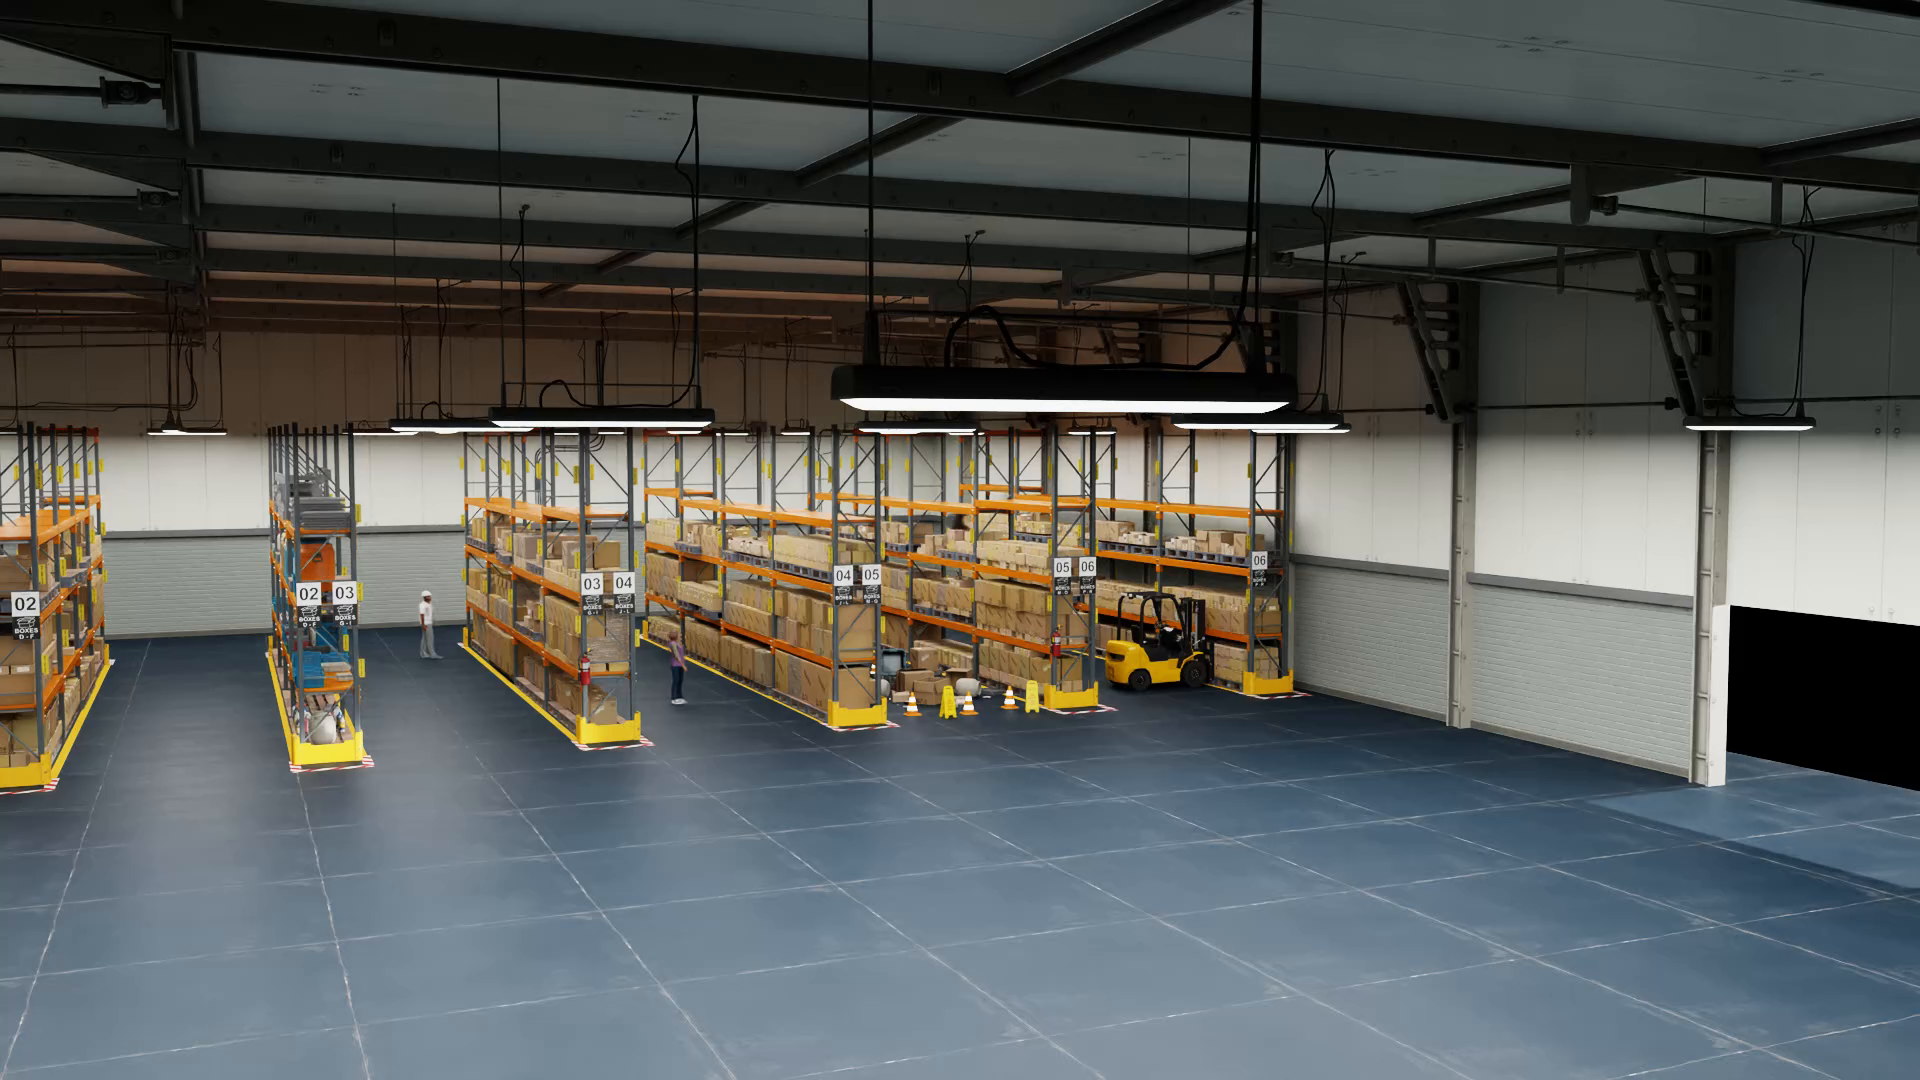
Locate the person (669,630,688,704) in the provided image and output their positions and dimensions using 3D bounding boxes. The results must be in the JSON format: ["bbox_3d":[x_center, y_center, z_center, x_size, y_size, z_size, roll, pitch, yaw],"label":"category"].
[{"bbox_3d":[-6.042,2.746,35.821,0.483,1.625,0.493,1,4,13],"label":"person"}]

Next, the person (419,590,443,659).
[{"bbox_3d":[-13.785,2.190,43.349,0.574,1.759,0.600,-1,4,-15],"label":"person"}]
